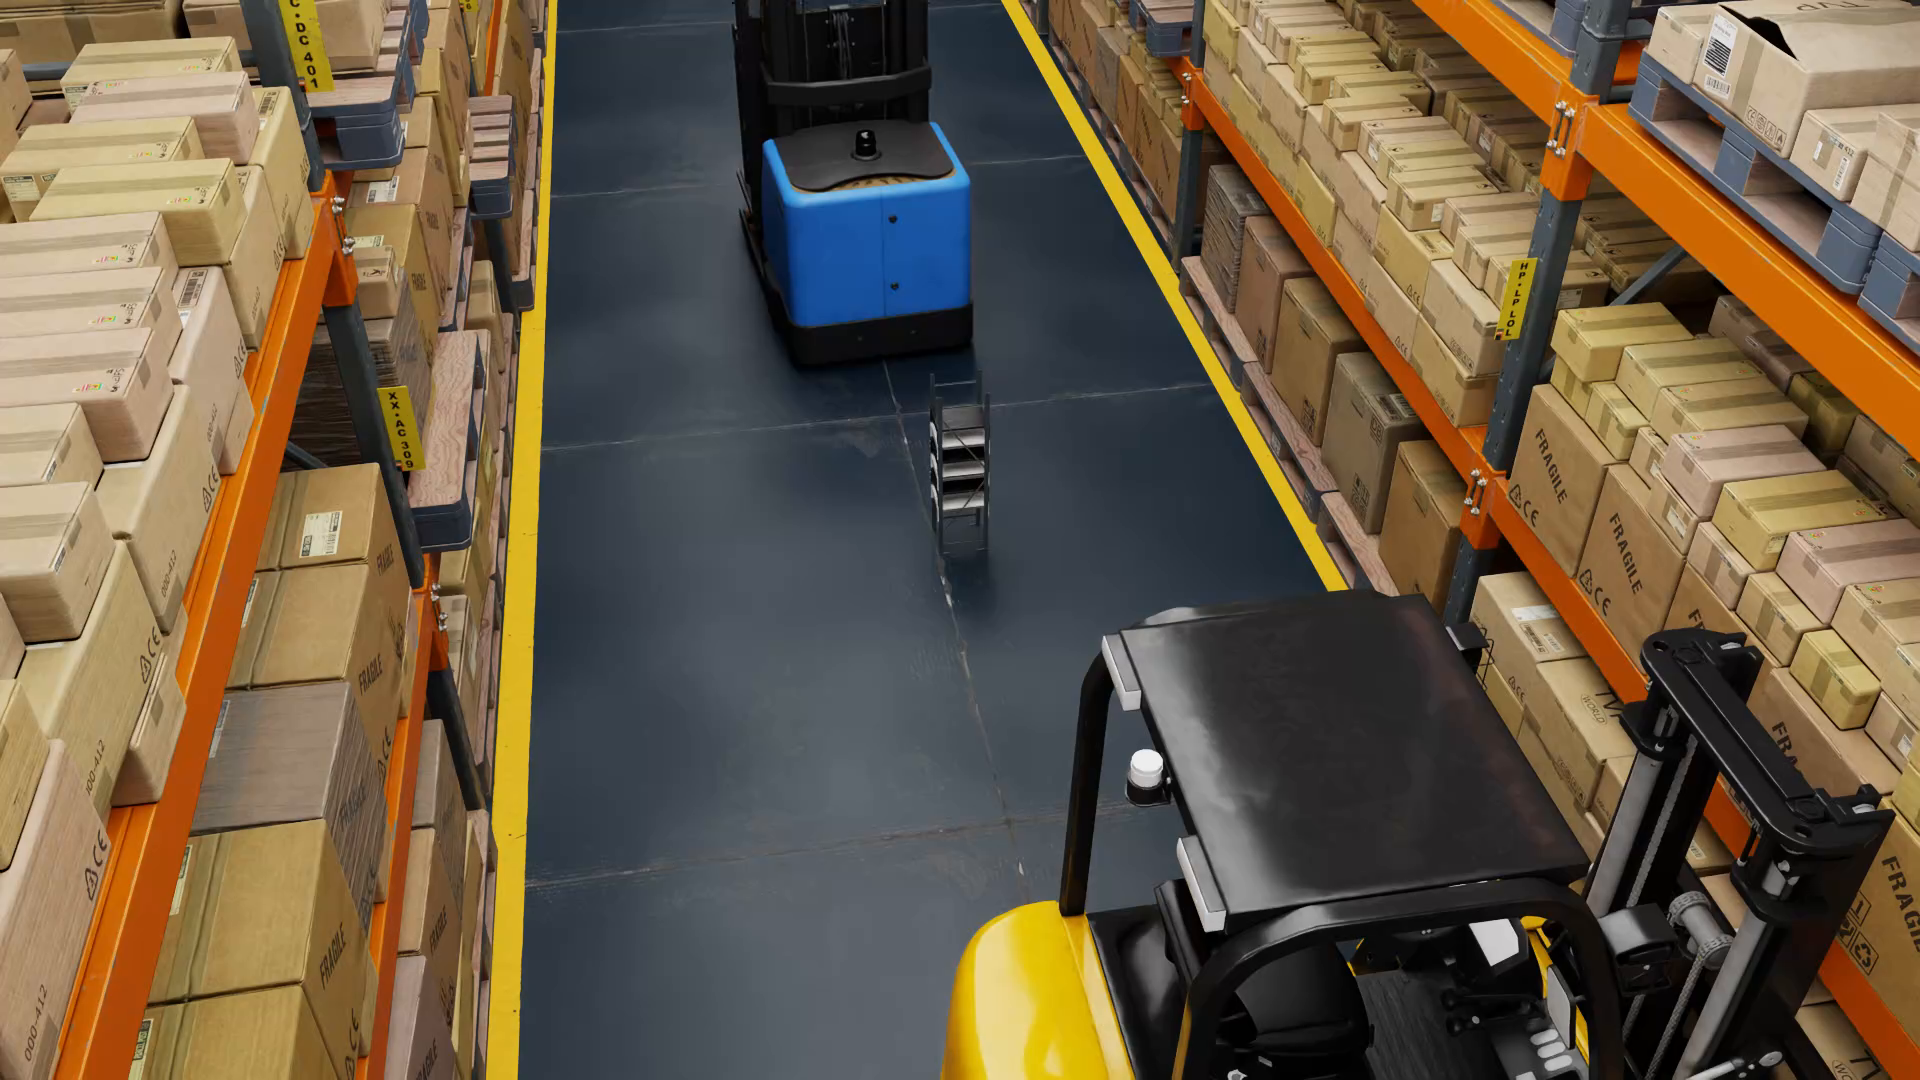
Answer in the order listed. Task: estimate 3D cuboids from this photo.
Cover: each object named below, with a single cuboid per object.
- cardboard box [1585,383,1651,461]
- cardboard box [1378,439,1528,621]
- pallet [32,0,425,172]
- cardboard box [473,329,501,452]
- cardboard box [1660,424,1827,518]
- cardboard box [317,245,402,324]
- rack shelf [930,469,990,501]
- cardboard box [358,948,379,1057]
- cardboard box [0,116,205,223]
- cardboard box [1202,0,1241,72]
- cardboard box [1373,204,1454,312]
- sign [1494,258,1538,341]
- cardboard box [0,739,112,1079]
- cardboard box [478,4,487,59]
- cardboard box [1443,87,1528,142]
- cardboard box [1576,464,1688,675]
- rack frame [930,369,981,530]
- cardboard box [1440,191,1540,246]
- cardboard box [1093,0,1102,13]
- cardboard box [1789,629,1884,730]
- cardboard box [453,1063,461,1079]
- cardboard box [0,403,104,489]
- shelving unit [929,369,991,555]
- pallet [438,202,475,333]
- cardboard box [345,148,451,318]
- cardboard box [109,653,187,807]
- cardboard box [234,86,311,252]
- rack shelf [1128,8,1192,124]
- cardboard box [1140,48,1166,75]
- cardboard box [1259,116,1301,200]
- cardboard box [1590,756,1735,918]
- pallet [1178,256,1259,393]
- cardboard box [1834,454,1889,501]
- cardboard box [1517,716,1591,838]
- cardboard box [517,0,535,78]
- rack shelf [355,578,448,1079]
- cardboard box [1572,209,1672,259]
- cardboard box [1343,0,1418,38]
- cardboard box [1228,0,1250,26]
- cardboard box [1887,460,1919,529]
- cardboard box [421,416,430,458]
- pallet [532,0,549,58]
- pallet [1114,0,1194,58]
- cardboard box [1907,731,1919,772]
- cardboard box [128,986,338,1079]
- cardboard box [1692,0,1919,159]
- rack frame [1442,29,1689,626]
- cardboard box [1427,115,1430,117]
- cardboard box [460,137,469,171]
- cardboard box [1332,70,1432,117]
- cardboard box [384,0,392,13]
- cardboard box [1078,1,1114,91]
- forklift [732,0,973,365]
[{"bbox_3d":[2.360,-0.413,5.626,0.380,0.149,0.250,-5,38,-7],"label":"cardboard box"},{"bbox_3d":[2.414,-0.036,7.345,0.875,0.625,0.625,-5,38,-6],"label":"cardboard box"},{"bbox_3d":[-2.373,-1.453,5.283,1.213,0.211,1.003,-6,38,-8],"label":"pallet"},{"bbox_3d":[-2.845,-0.715,8.425,0.950,0.372,0.625,-7,38,-9],"label":"cardboard box"},{"bbox_3d":[2.412,-0.215,5.129,0.380,0.149,0.250,-5,38,-7],"label":"cardboard box"},{"bbox_3d":[-2.104,-0.859,5.616,0.380,0.149,0.250,-6,38,-8],"label":"cardboard box"},{"bbox_3d":[-0.001,-0.263,7.956,0.258,0.077,0.200,-6,38,-8],"label":"rack shelf"},{"bbox_3d":[-1.736,1.225,4.333,0.380,0.149,0.250,-6,38,-8],"label":"cardboard box"},{"bbox_3d":[-2.021,-0.875,3.941,0.380,0.149,0.250,-5,38,-7],"label":"cardboard box"},{"bbox_3d":[1.628,-2.752,8.962,0.500,0.250,0.500,-6,38,-8],"label":"cardboard box"},{"bbox_3d":[2.081,-1.212,6.979,0.500,0.250,0.500,-7,38,-9],"label":"cardboard box"},{"bbox_3d":[1.984,-0.856,5.928,0.100,0.325,0.005,-6,38,-8],"label":"sign"},{"bbox_3d":[-1.573,0.577,2.397,0.500,0.250,0.500,-7,38,-9],"label":"cardboard box"},{"bbox_3d":[-3.017,-2.946,9.619,0.500,0.250,0.500,-7,38,-9],"label":"cardboard box"},{"bbox_3d":[2.444,-1.951,7.606,0.380,0.149,0.250,-6,38,-8],"label":"cardboard box"},{"bbox_3d":[2.445,0.075,5.527,0.500,0.500,0.500,-6,38,-7],"label":"cardboard box"},{"bbox_3d":[-0.019,-0.422,7.959,0.240,0.900,0.006,-6,38,-8],"label":"rack frame"},{"bbox_3d":[2.184,-1.280,6.742,0.380,0.149,0.250,-6,38,-8],"label":"cardboard box"},{"bbox_3d":[1.164,-3.884,11.871,0.380,0.149,0.250,-6,38,-8],"label":"cardboard box"},{"bbox_3d":[2.565,0.367,4.622,0.380,0.149,0.250,-7,38,-9],"label":"cardboard box"},{"bbox_3d":[-1.814,1.918,5.135,0.500,0.250,0.500,-6,38,-7],"label":"cardboard box"},{"bbox_3d":[-1.766,-0.102,2.946,0.380,0.149,0.250,-5,38,-7],"label":"cardboard box"},{"bbox_3d":[-0.001,-0.360,7.880,0.258,0.900,0.210,-6,38,-8],"label":"shelving unit"},{"bbox_3d":[-2.684,-1.107,7.287,1.003,0.211,1.213,-6,38,-8],"label":"pallet"},{"bbox_3d":[-2.331,-1.198,6.580,0.500,0.500,0.500,-6,38,-8],"label":"cardboard box"},{"bbox_3d":[-1.638,0.357,3.005,0.380,0.149,0.250,-6,38,-7],"label":"cardboard box"},{"bbox_3d":[-2.027,-0.962,4.378,0.500,0.250,0.500,-7,38,-8],"label":"cardboard box"},{"bbox_3d":[1.464,-3.834,11.227,1.077,0.370,4.000,-6,38,-8],"label":"rack shelf"},{"bbox_3d":[1.396,-3.106,10.869,0.380,0.149,0.250,-5,38,-7],"label":"cardboard box"},{"bbox_3d":[1.833,-1.942,8.327,0.500,0.250,0.500,-7,38,-9],"label":"cardboard box"},{"bbox_3d":[2.470,0.966,5.546,0.500,0.250,0.500,-5,38,-6],"label":"cardboard box"},{"bbox_3d":[1.921,-1.308,9.661,1.003,0.211,1.213,-6,38,-8],"label":"pallet"},{"bbox_3d":[3.025,-0.163,5.304,0.380,0.149,0.250,-6,38,-8],"label":"cardboard box"},{"bbox_3d":[2.387,0.858,6.093,0.500,0.250,0.500,-6,38,-8],"label":"cardboard box"},{"bbox_3d":[-3.585,-3.751,11.923,0.875,0.875,0.875,-5,38,-7],"label":"cardboard box"},{"bbox_3d":[-2.019,1.534,4.317,1.077,0.370,4.000,-6,38,-8],"label":"rack shelf"},{"bbox_3d":[2.670,-1.193,6.630,0.380,0.149,0.250,-7,38,-9],"label":"cardboard box"},{"bbox_3d":[2.212,-2.722,8.599,0.380,0.149,0.250,-6,38,-8],"label":"cardboard box"},{"bbox_3d":[1.629,-2.821,8.726,0.380,0.149,0.250,-5,38,-7],"label":"cardboard box"},{"bbox_3d":[3.064,-0.129,5.019,0.380,0.149,0.250,-7,38,-9],"label":"cardboard box"},{"bbox_3d":[-2.156,-0.393,6.073,0.380,0.149,0.250,-6,38,-7],"label":"cardboard box"},{"bbox_3d":[-3.829,-4.157,13.328,1.003,0.211,1.213,-6,38,-8],"label":"pallet"},{"bbox_3d":[1.627,-3.236,10.027,1.213,0.211,1.003,-6,38,-8],"label":"pallet"},{"bbox_3d":[2.625,0.555,4.138,0.380,0.149,0.250,-6,38,-7],"label":"cardboard box"},{"bbox_3d":[-1.663,1.365,3.624,0.500,0.500,0.500,-7,38,-9],"label":"cardboard box"},{"bbox_3d":[2.422,-1.320,4.608,0.500,0.311,0.500,-5,38,-7],"label":"cardboard box"},{"bbox_3d":[2.516,-0.494,6.341,1.000,3.000,0.127,-6,38,-8],"label":"rack frame"},{"bbox_3d":[2.424,-1.891,7.854,0.500,0.250,0.500,-7,38,-9],"label":"cardboard box"},{"bbox_3d":[-2.539,-1.814,7.902,0.380,0.149,0.250,-8,39,-10],"label":"cardboard box"},{"bbox_3d":[1.958,-2.057,7.742,0.380,0.149,0.250,-6,38,-8],"label":"cardboard box"},{"bbox_3d":[-2.168,-1.952,5.552,0.500,0.250,0.500,-7,38,-9],"label":"cardboard box"},{"bbox_3d":[1.163,-3.566,11.991,0.500,0.500,0.500,-7,38,-9],"label":"cardboard box"},{"bbox_3d":[-0.786,-3.045,9.681,1.130,2.935,3.031,-9,39,-11],"label":"forklift"}]
